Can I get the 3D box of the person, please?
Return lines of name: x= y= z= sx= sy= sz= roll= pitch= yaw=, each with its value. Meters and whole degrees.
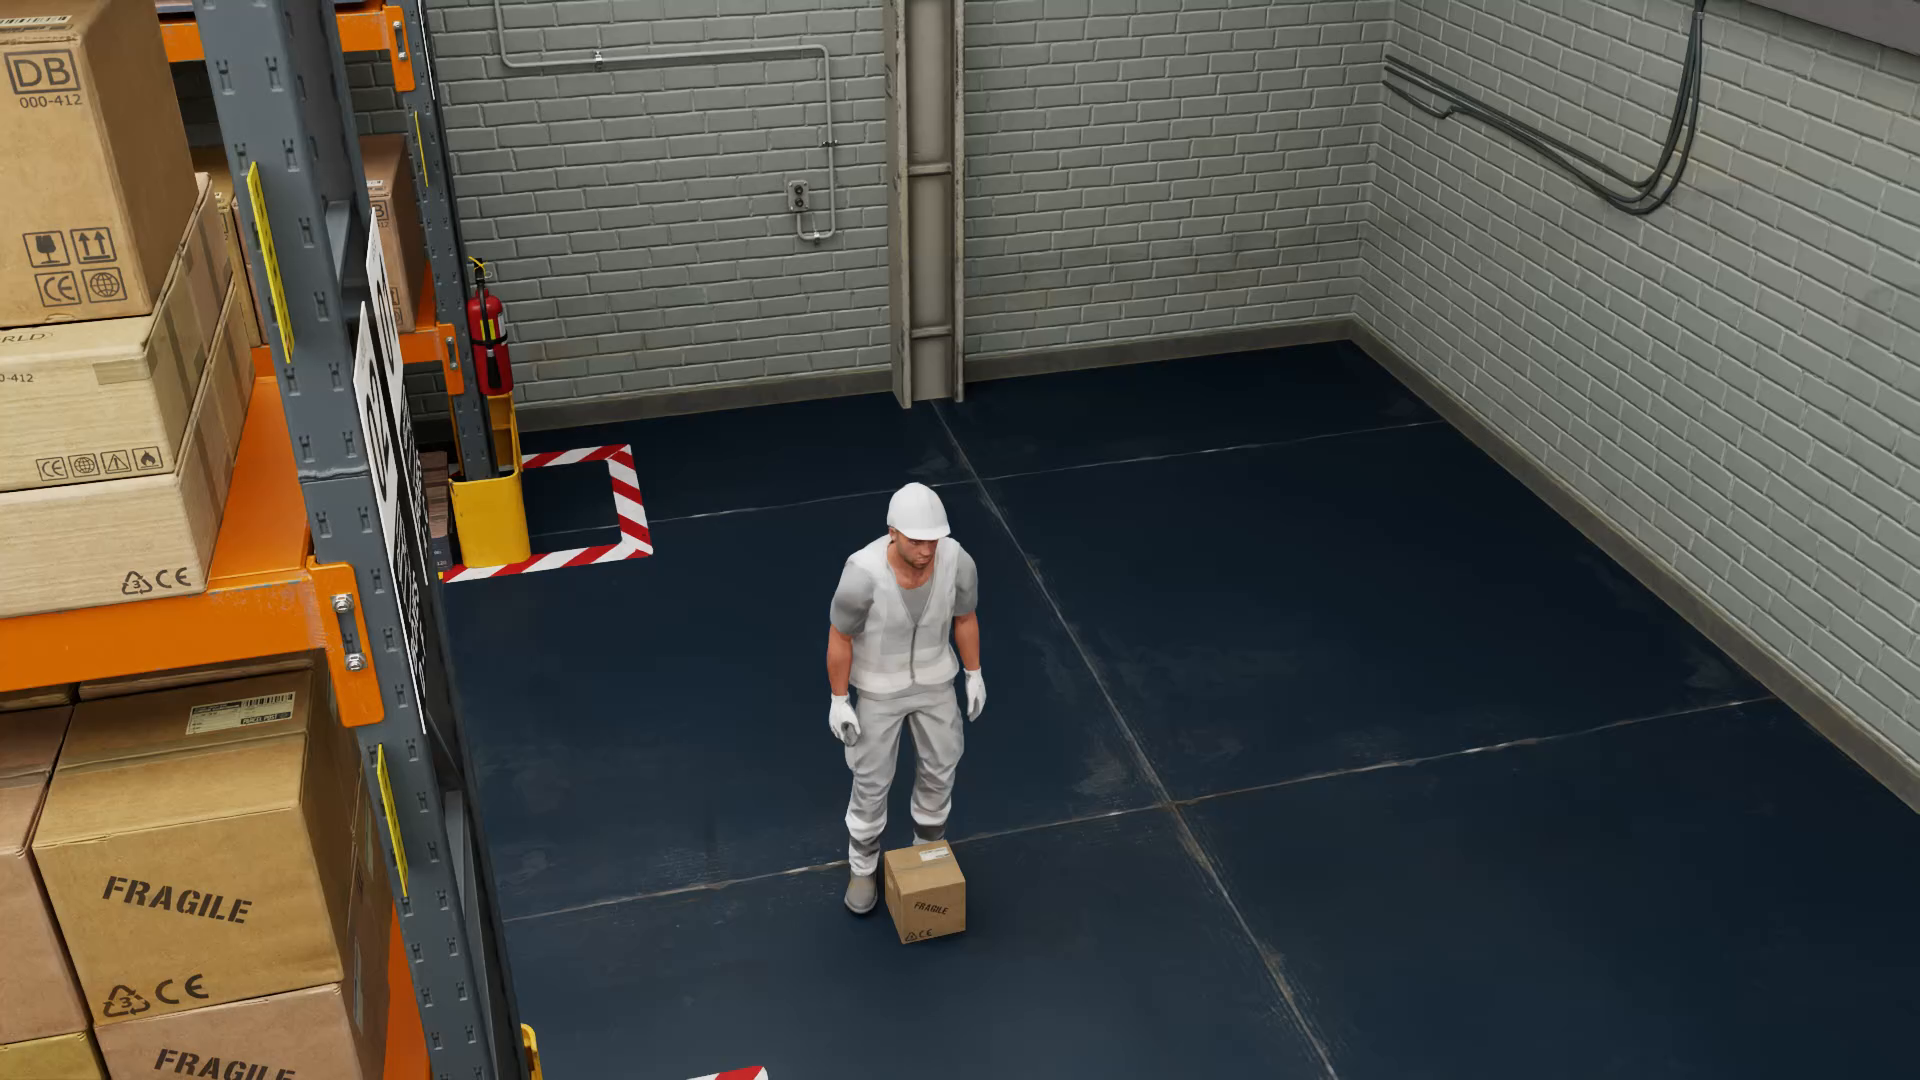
person: x=-0.192 y=0.566 z=6.135 sx=0.617 sy=1.778 sz=0.453 roll=-10 pitch=31 yaw=-16
